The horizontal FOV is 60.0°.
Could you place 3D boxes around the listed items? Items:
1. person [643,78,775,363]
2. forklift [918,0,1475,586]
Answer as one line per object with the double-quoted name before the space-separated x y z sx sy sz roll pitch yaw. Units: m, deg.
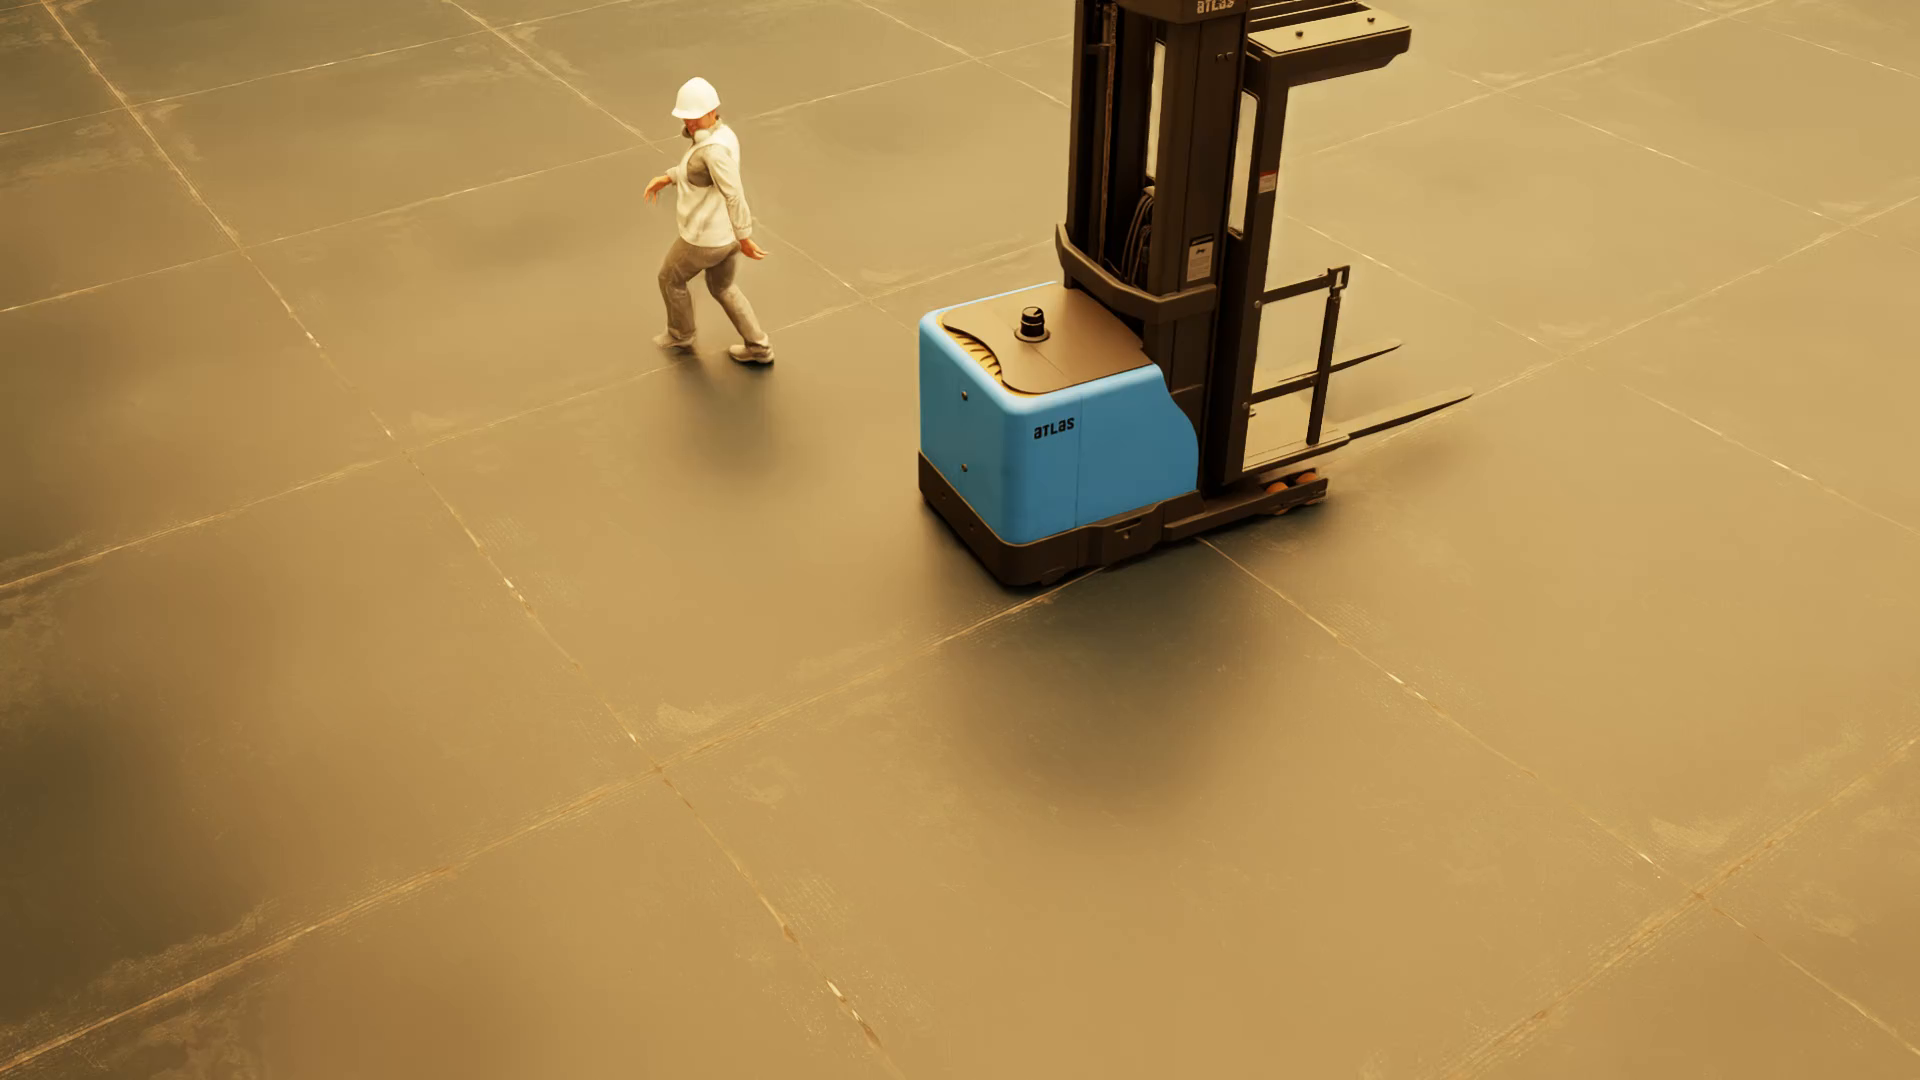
"person" -1.429 -1.774 9.409 0.939 1.722 0.556 14 39 18
"forklift" 1.332 -1.569 8.067 3.031 2.935 1.130 -17 40 -22
